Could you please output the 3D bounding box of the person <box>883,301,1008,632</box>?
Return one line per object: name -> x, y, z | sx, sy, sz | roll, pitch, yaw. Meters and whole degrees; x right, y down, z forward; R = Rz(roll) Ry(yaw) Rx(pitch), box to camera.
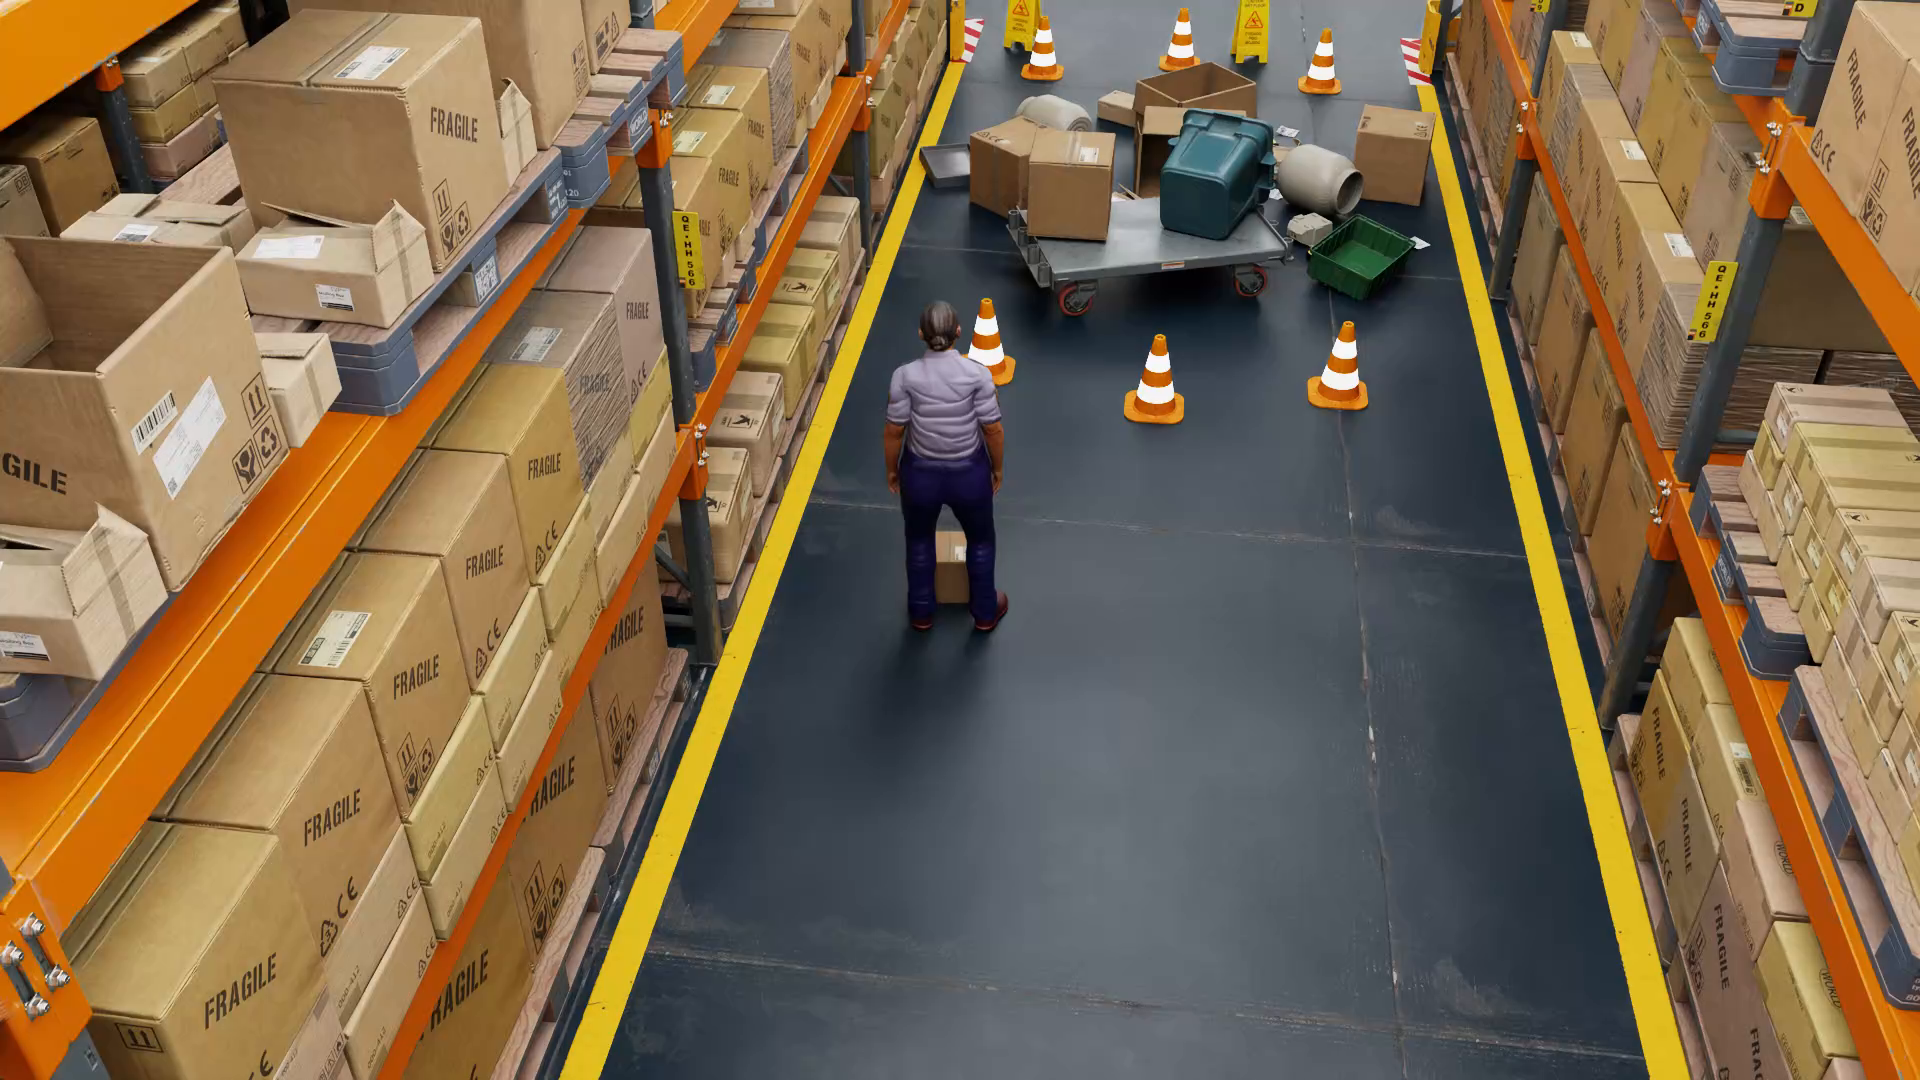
person -> -0.053, -0.294, 7.444 | 0.565, 1.651, 0.370 | 1, 36, 1
